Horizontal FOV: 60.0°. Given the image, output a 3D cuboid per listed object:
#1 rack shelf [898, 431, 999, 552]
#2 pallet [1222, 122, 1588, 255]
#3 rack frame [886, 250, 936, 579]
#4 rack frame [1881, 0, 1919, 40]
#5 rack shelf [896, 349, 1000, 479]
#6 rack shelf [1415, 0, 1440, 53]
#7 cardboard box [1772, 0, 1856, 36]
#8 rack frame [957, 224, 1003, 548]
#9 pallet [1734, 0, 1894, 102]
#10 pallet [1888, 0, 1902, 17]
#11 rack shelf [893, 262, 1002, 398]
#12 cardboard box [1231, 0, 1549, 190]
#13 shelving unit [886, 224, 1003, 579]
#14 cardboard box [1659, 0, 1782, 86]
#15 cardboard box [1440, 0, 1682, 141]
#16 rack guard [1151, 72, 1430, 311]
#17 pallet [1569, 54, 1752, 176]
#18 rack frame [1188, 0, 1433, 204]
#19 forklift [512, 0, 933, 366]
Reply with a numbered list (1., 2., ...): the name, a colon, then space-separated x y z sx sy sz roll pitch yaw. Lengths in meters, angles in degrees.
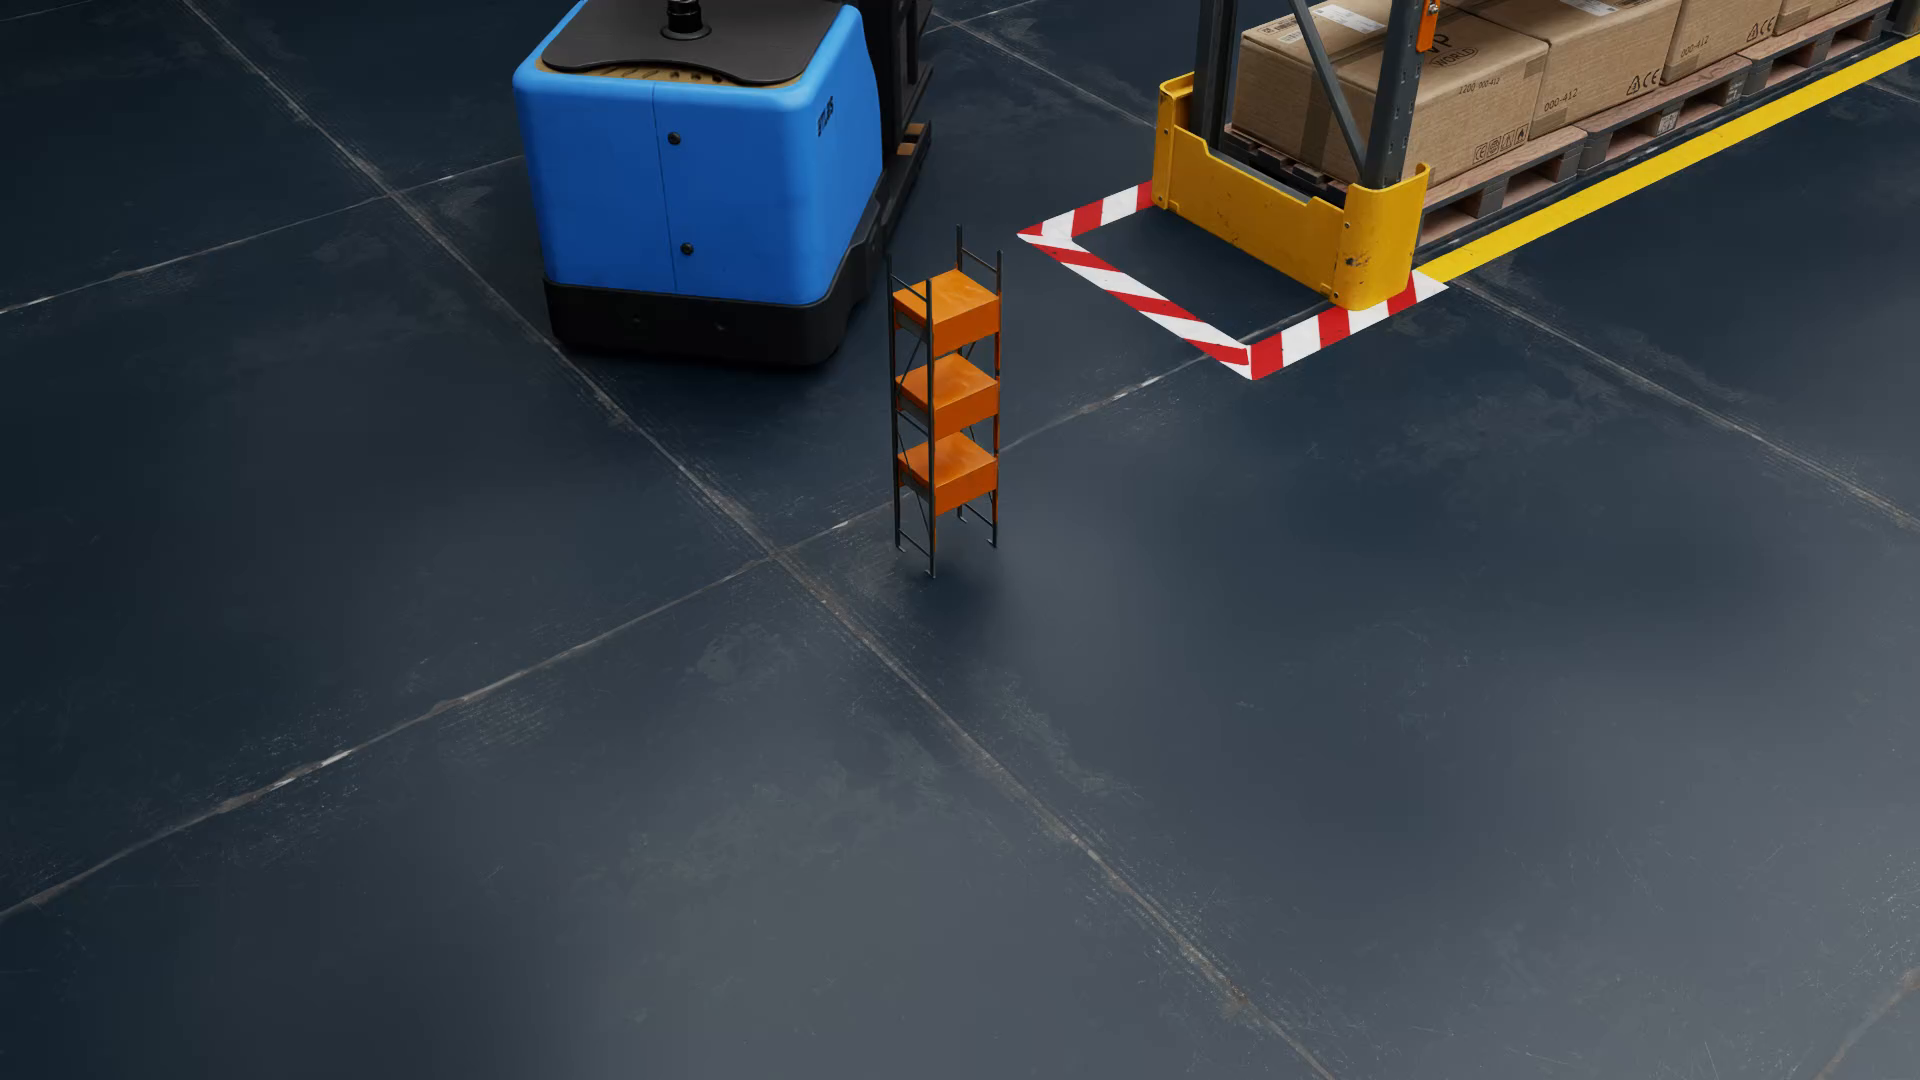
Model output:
1. rack shelf: -0.042 -0.162 5.075 0.240 0.259 0.215 -26 46 -28
2. pallet: 1.874 -1.650 7.096 1.213 0.211 1.003 -26 46 -28
3. rack frame: -0.139 -0.338 4.834 0.008 1.050 0.200 -26 46 -28
4. rack frame: 4.460 -3.926 7.671 0.127 3.000 1.000 -26 46 -28
5. rack shelf: -0.042 -0.377 4.899 0.240 0.259 0.215 -26 46 -28
6. rack shelf: 2.874 -2.875 6.957 4.000 0.370 1.077 -26 46 -28
7. cardboard box: 3.897 -2.909 8.120 0.875 0.438 0.875 -27 46 -29
8. rack frame: 0.054 -0.432 4.949 0.008 1.050 0.200 -26 46 -28
9. pallet: 3.809 -2.593 8.245 1.213 0.211 1.003 -26 46 -28
10. pallet: 5.026 -3.184 8.965 1.213 0.211 1.003 -26 46 -28
11. rack shelf: -0.042 -0.596 4.719 0.240 0.259 0.215 -26 46 -28
12. cardboard box: 1.751 -1.857 6.838 0.875 0.438 0.875 -28 47 -29
13. shelving unit: -0.042 -0.385 4.892 0.252 1.050 0.215 -26 46 -28
14. cardboard box: 3.187 -2.563 7.698 0.875 0.438 0.875 -27 47 -29
15. cardboard box: 2.471 -2.215 7.274 0.875 0.438 0.875 -25 45 -27
16. rack guard: 1.269 -1.405 6.568 0.348 0.500 1.175 -26 46 -28
17. pallet: 2.841 -2.119 7.667 1.213 0.211 1.003 -26 46 -28
18. rack frame: 1.288 -2.380 5.786 0.127 3.000 1.000 -26 46 -28
19. forklift: -0.731 -2.687 6.215 1.130 2.935 3.031 6 40 8
